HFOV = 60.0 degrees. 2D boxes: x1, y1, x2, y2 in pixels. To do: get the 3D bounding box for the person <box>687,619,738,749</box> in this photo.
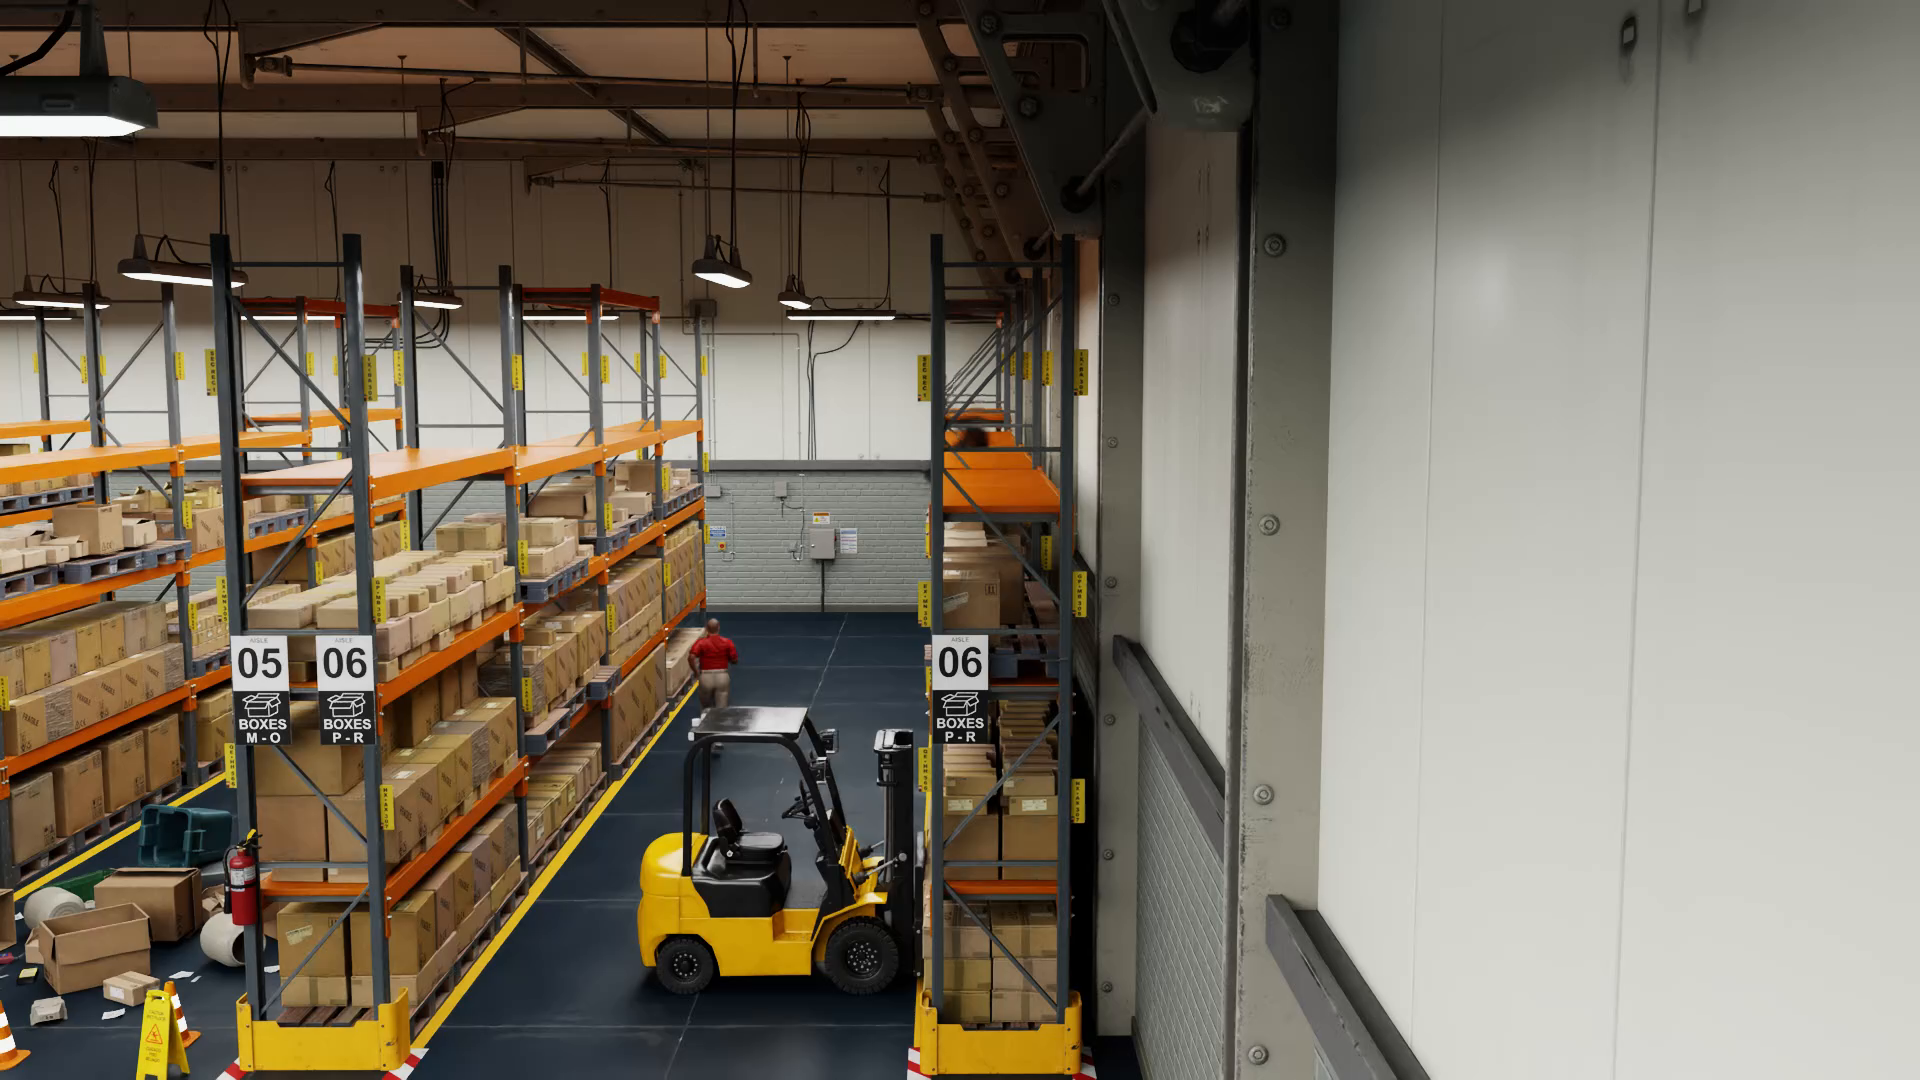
[{"bbox_3d":[-3.217,1.909,21.754,0.642,1.787,0.762,-1,6,-5],"label":"person"}]
